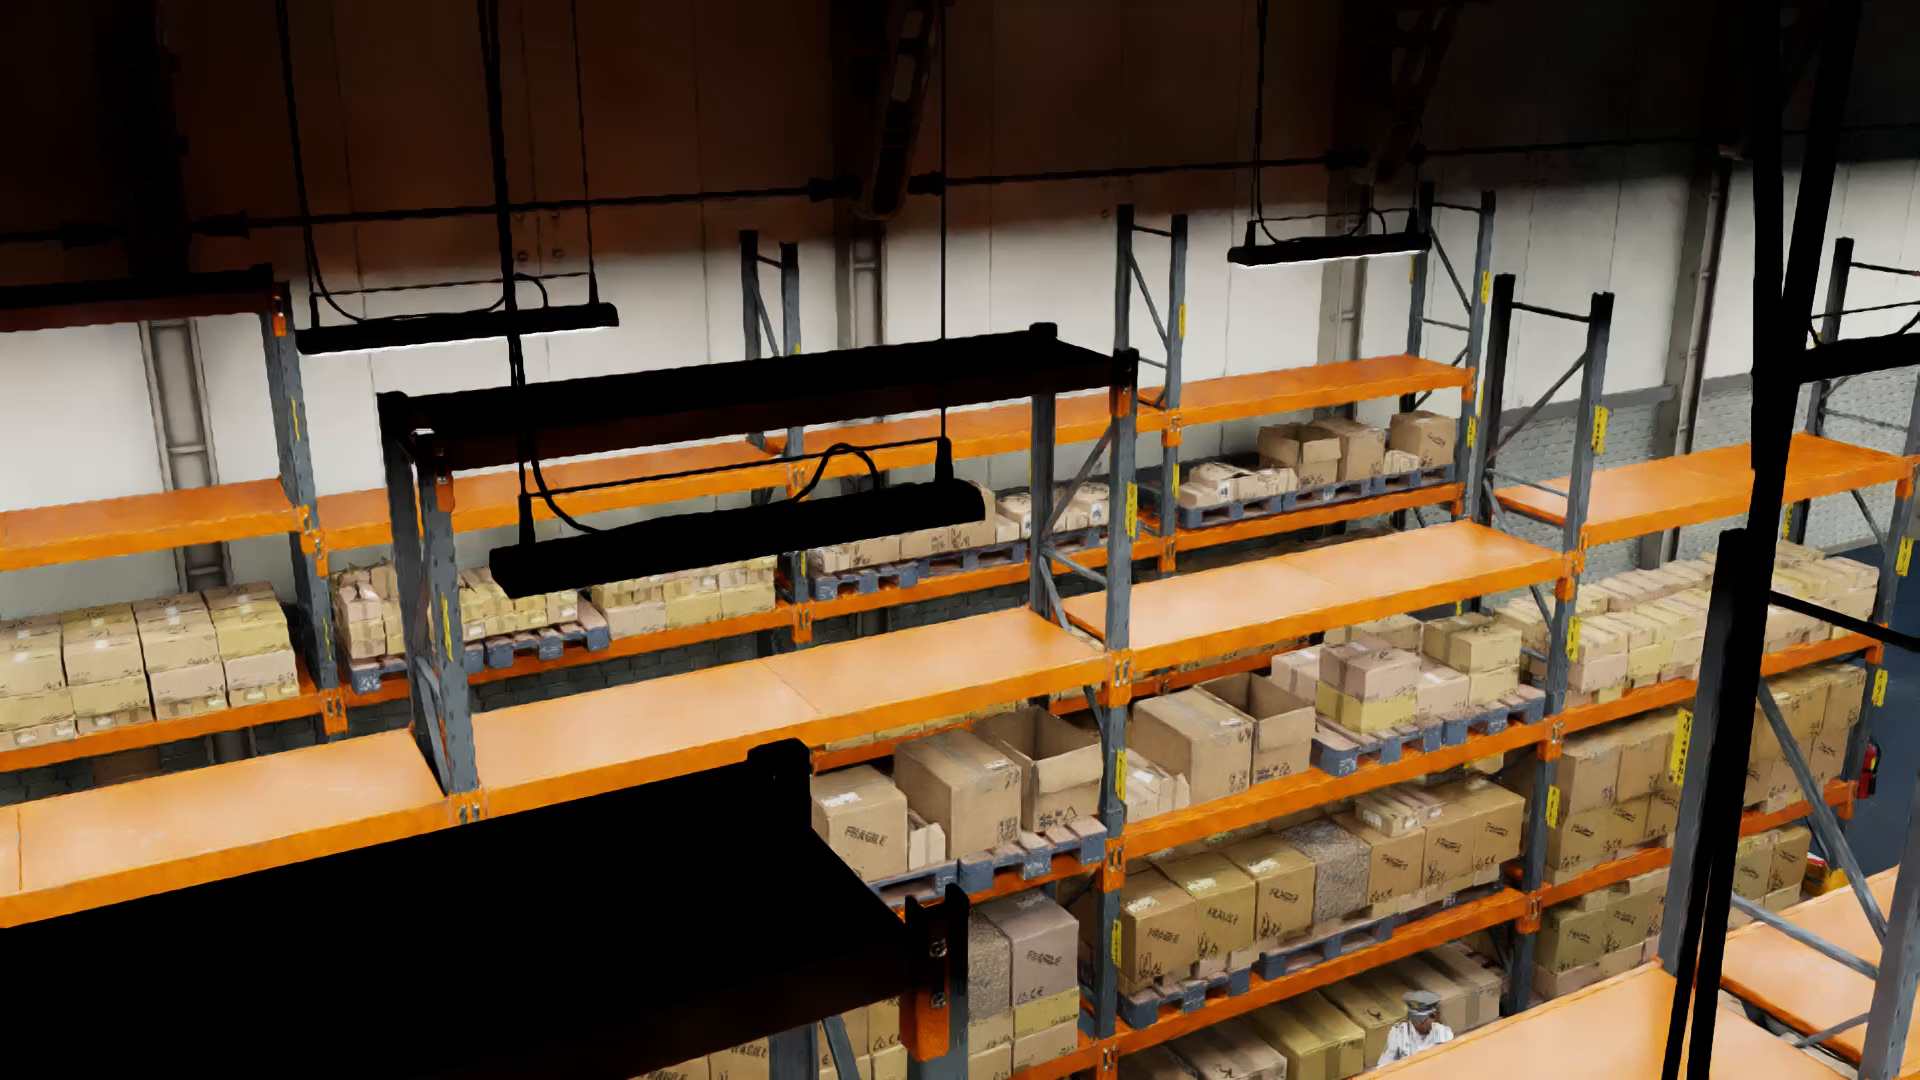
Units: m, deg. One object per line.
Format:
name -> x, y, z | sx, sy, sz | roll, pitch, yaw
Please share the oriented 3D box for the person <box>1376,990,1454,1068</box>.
person -> 3.068, 3.800, 11.248 | 0.585, 1.664, 0.555 | -1, 18, -4
